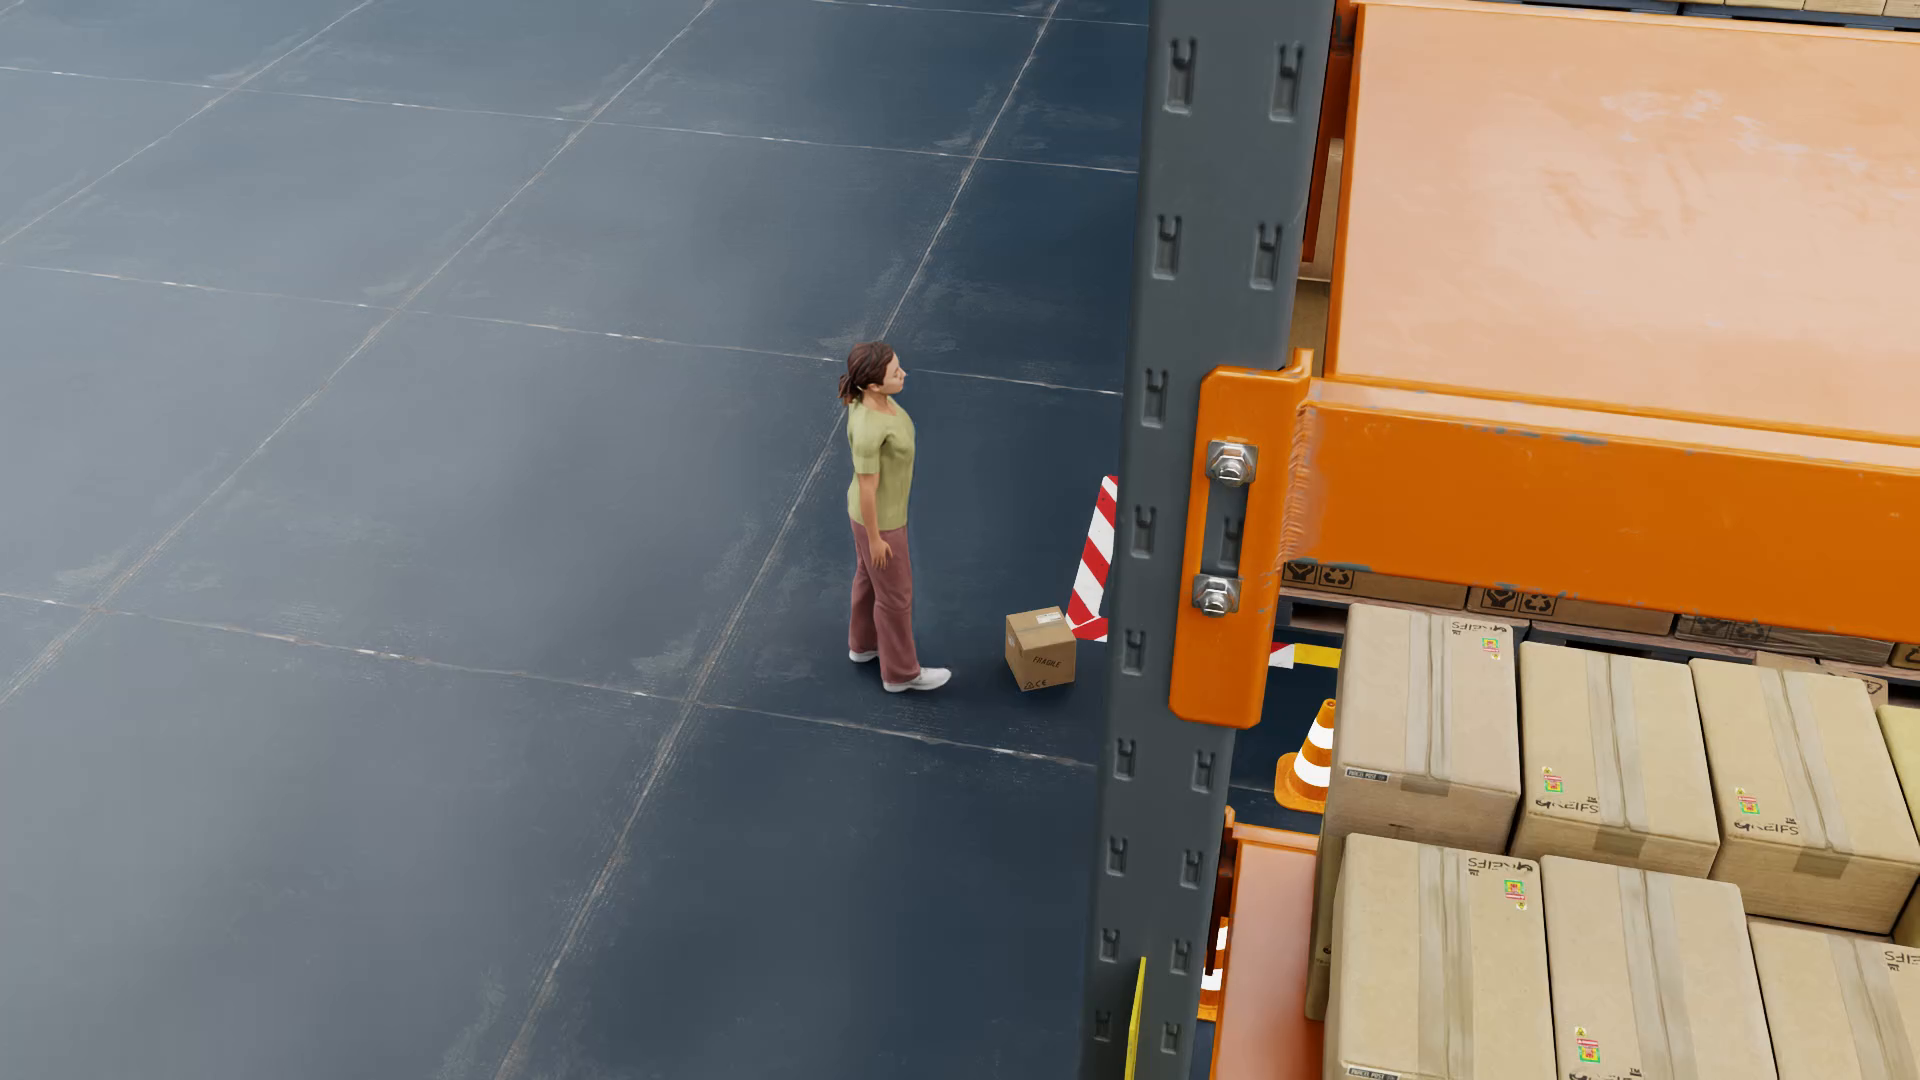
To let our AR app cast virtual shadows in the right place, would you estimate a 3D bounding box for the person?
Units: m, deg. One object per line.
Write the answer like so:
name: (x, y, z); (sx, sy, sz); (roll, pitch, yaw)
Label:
person: (-0.279, -0.114, 7.093); (0.457, 1.670, 0.511); (-2, 37, -2)
